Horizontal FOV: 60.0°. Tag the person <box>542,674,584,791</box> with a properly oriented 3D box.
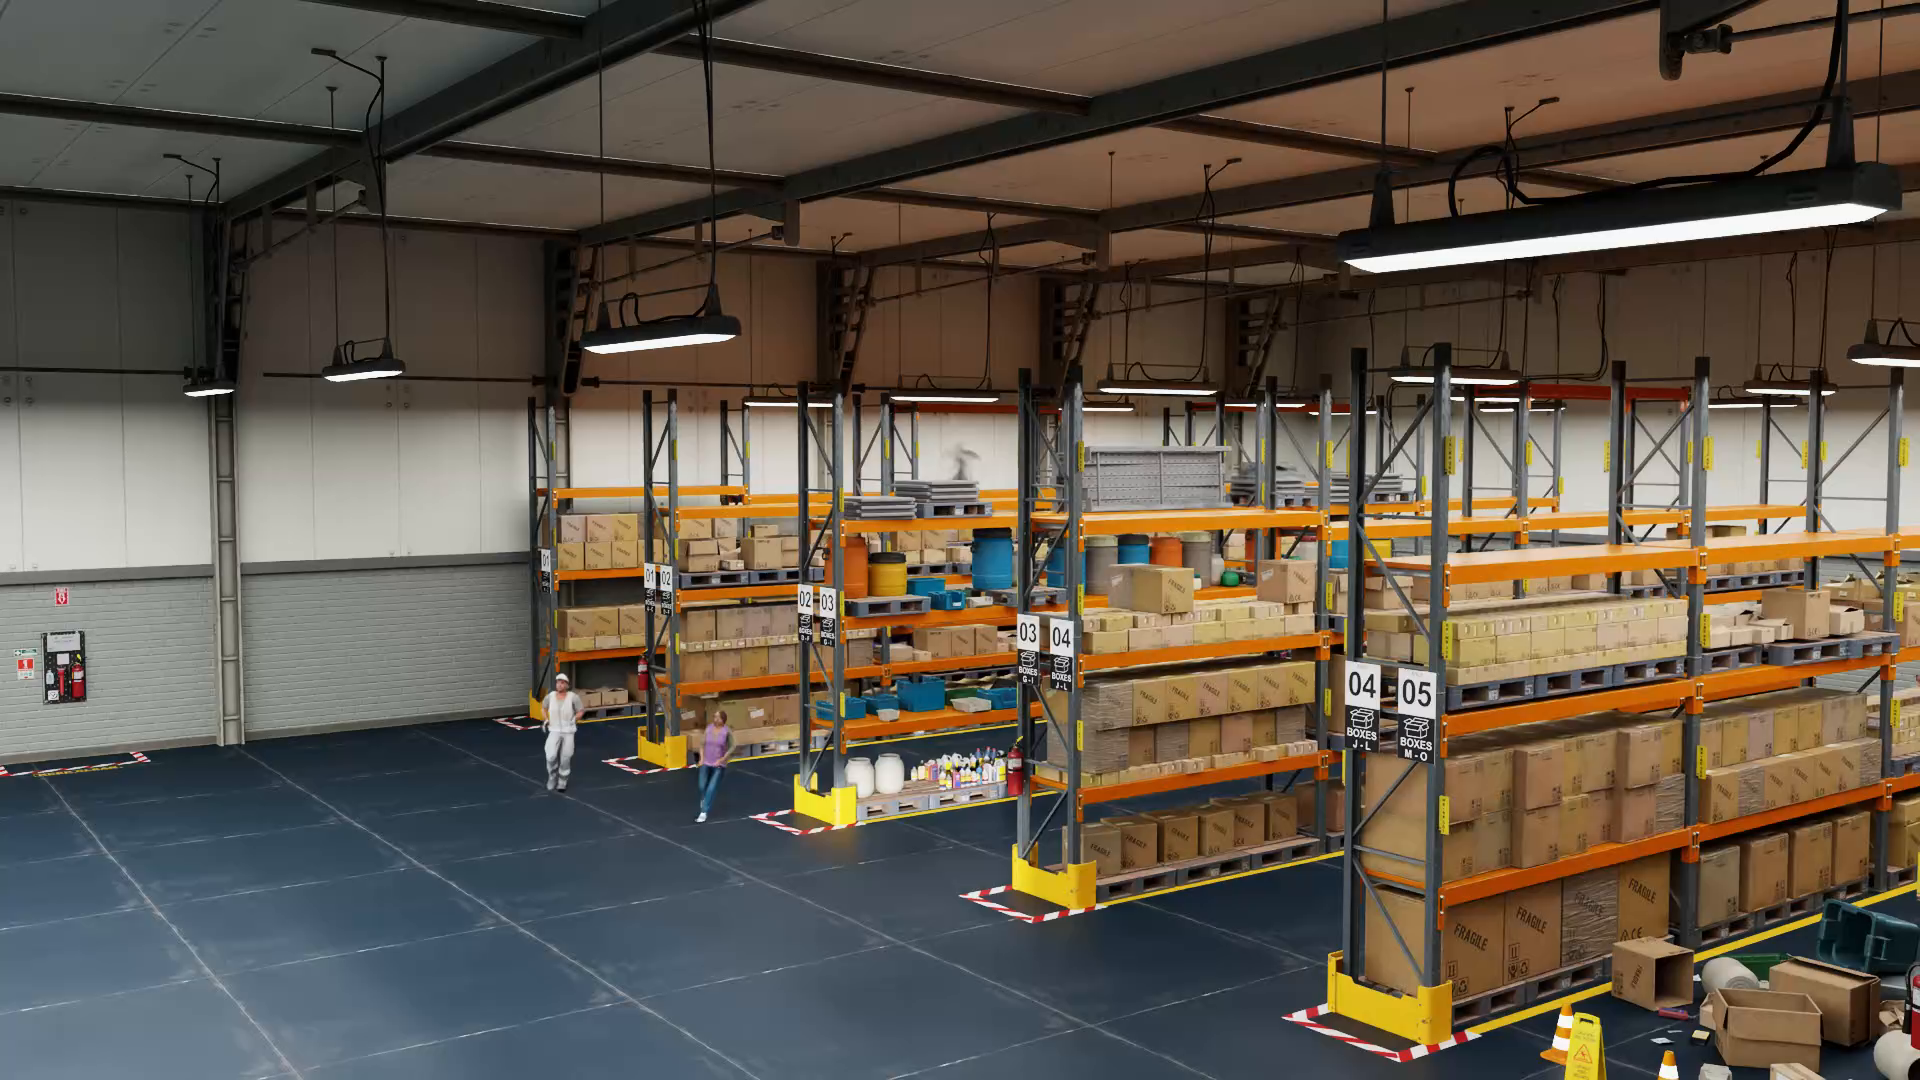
[{"bbox_3d":[-5.851,2.832,24.407,0.629,1.741,0.633,0,3,-7],"label":"person"}]

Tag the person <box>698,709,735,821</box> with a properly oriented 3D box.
[{"bbox_3d":[-3.342,3.058,22.672,0.483,1.523,0.500,0,3,5],"label":"person"}]

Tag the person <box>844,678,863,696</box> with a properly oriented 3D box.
[{"bbox_3d":[-2.075,2.512,31.071,0.844,1.624,0.588,-2,4,-34],"label":"person"}]

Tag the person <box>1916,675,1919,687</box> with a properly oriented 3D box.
[{"bbox_3d":[14.061,2.839,24.326,1.048,1.793,0.709,-3,4,-39],"label":"person"}]
